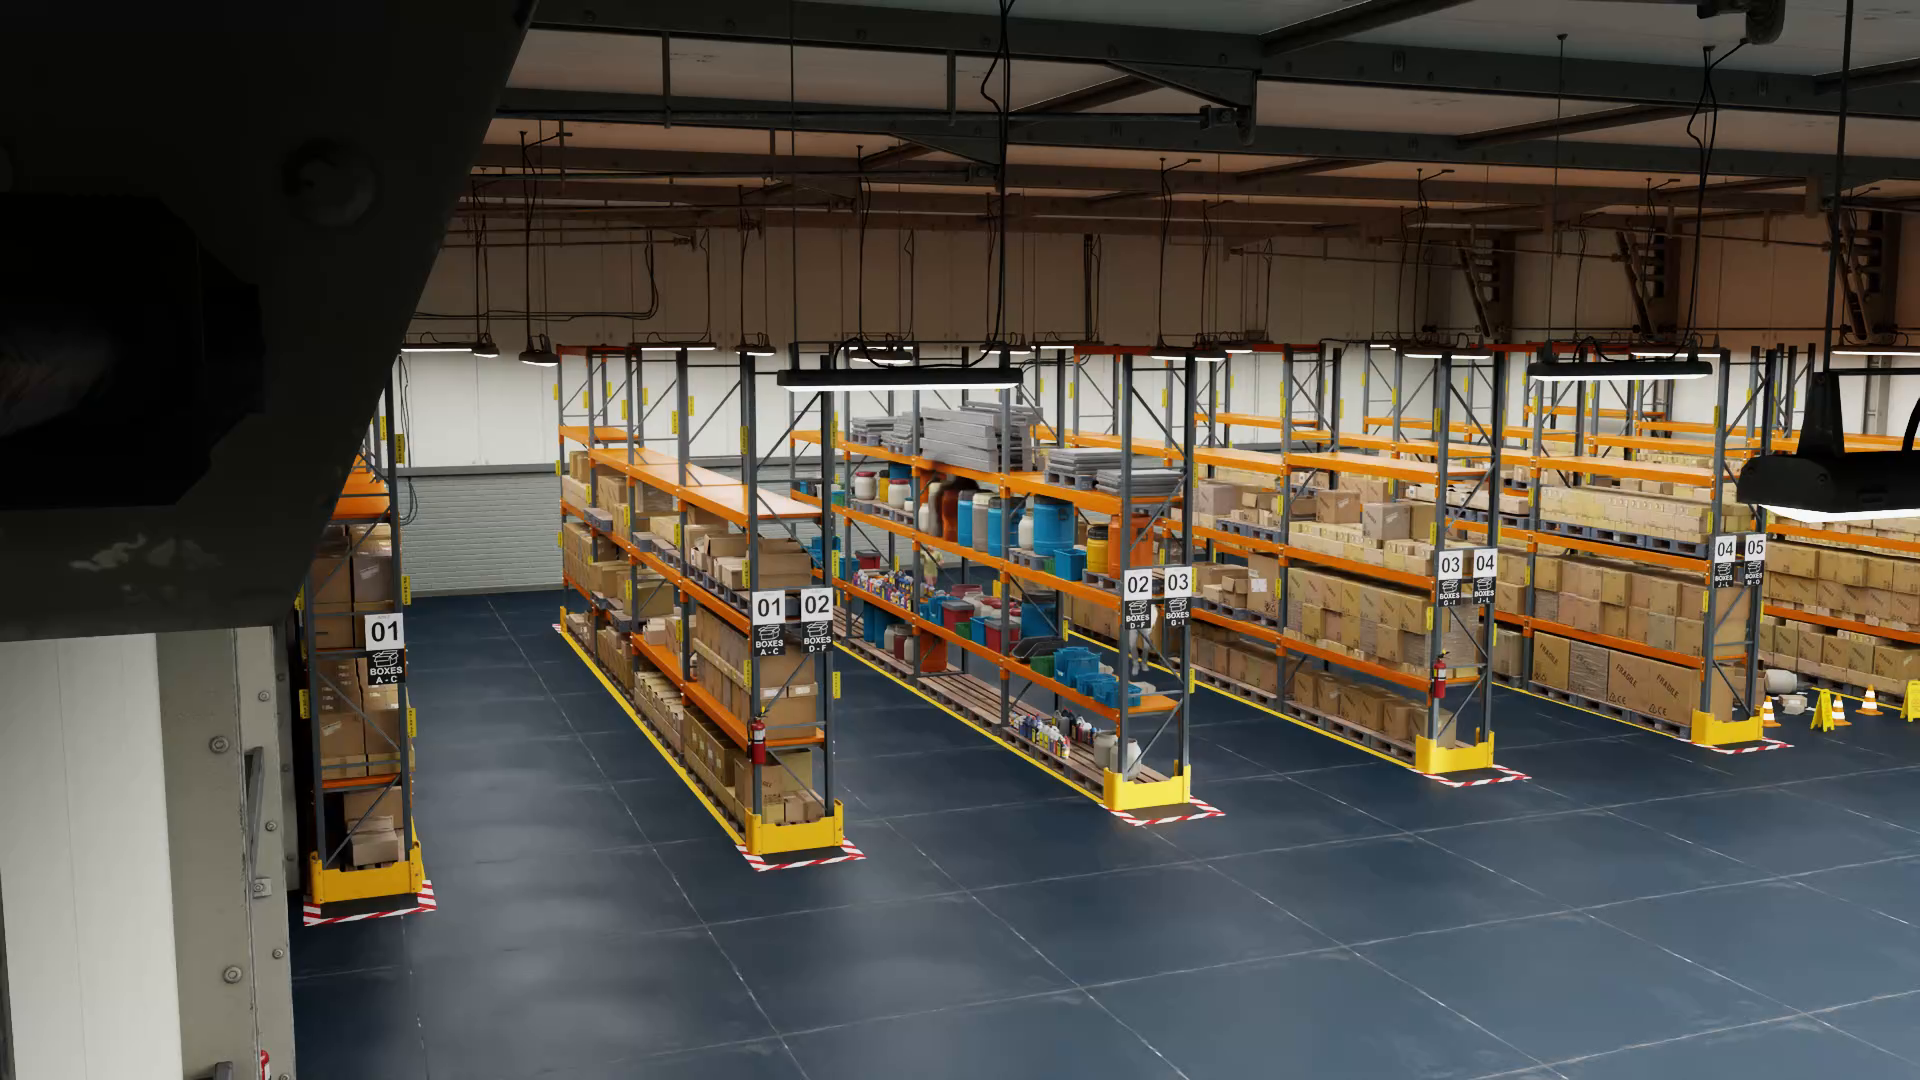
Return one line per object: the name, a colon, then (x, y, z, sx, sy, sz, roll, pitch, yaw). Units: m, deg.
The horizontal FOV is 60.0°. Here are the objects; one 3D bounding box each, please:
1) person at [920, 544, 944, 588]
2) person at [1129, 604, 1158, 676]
person: (-0.617, 0.802, 36.845, 0.584, 1.644, 0.997, -3, 8, -24)
person: (3.214, 1.539, 29.395, 0.561, 1.697, 0.533, 1, 7, 11)
